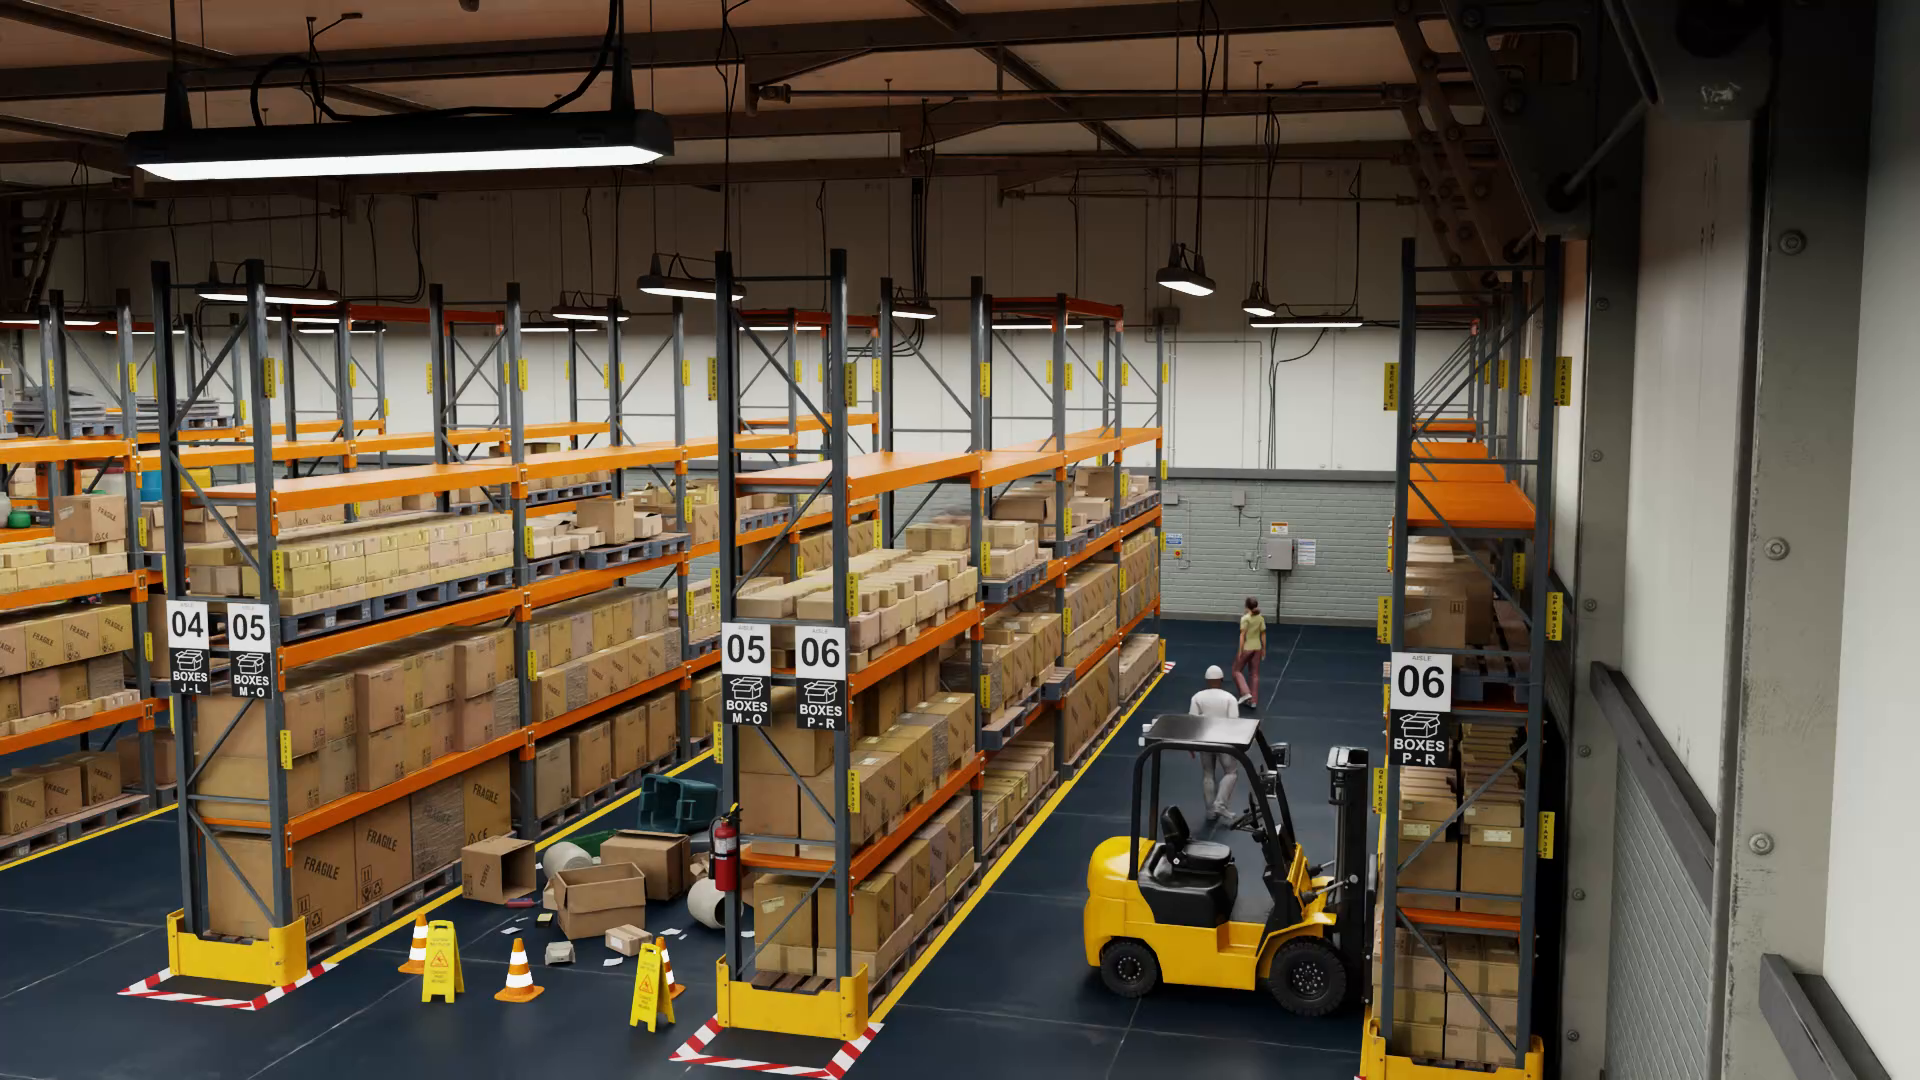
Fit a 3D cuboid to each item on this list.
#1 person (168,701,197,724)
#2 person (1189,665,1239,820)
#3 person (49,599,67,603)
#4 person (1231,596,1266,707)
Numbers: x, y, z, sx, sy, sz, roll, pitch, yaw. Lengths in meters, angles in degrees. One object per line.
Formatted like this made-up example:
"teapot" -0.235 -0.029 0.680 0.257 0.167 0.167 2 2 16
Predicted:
"person" -10.543 1.947 22.712 0.549 1.609 1.058 1 6 12
"person" 2.883 2.306 18.848 0.597 1.767 0.530 2 6 21
"person" -14.595 1.447 26.999 0.581 1.724 0.487 0 6 4
"person" 4.384 1.688 25.052 0.496 1.670 0.465 -2 6 -21
